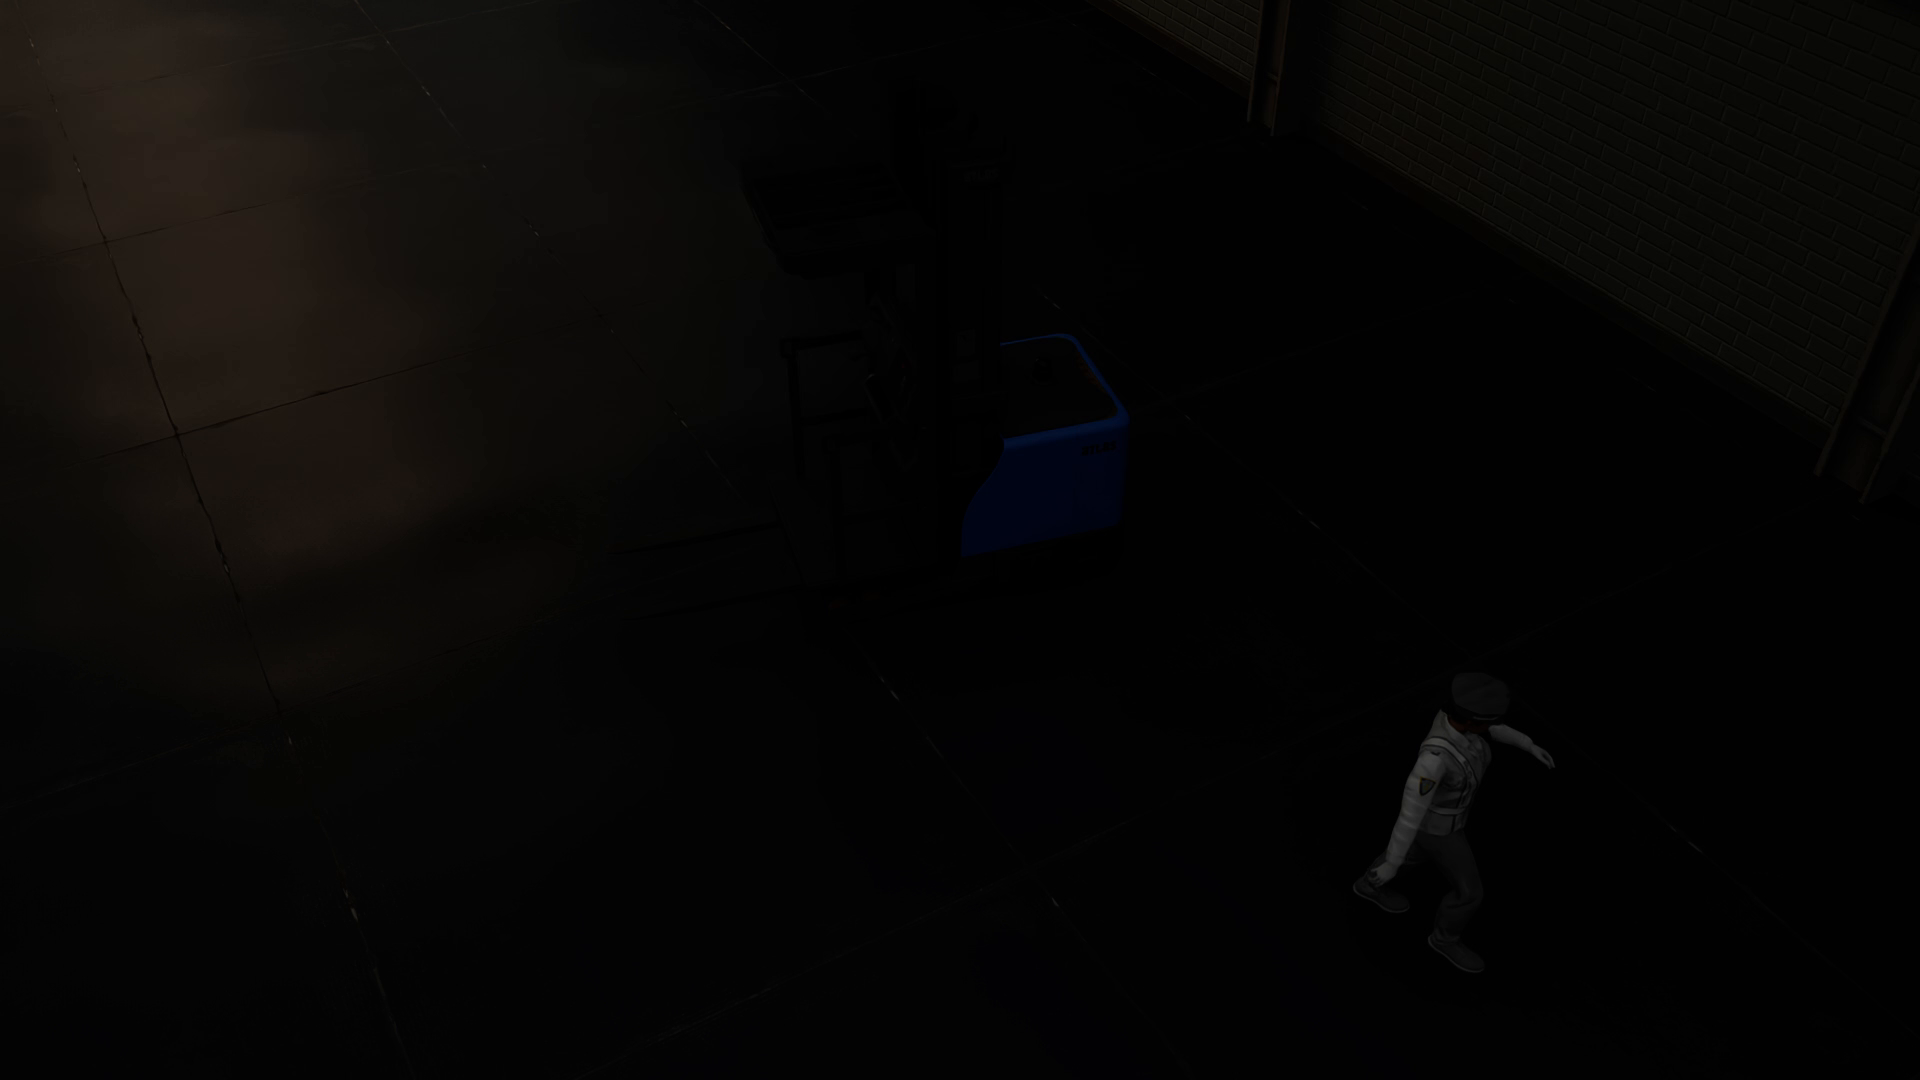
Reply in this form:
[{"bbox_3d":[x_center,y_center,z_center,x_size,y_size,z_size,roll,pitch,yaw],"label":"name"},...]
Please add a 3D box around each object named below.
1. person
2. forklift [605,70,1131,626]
[{"bbox_3d":[2.209,1.275,7.511,0.717,1.628,0.893,18,43,20],"label":"person"},{"bbox_3d":[-0.580,-1.006,9.250,3.031,2.935,1.130,-12,41,-14],"label":"forklift"}]
